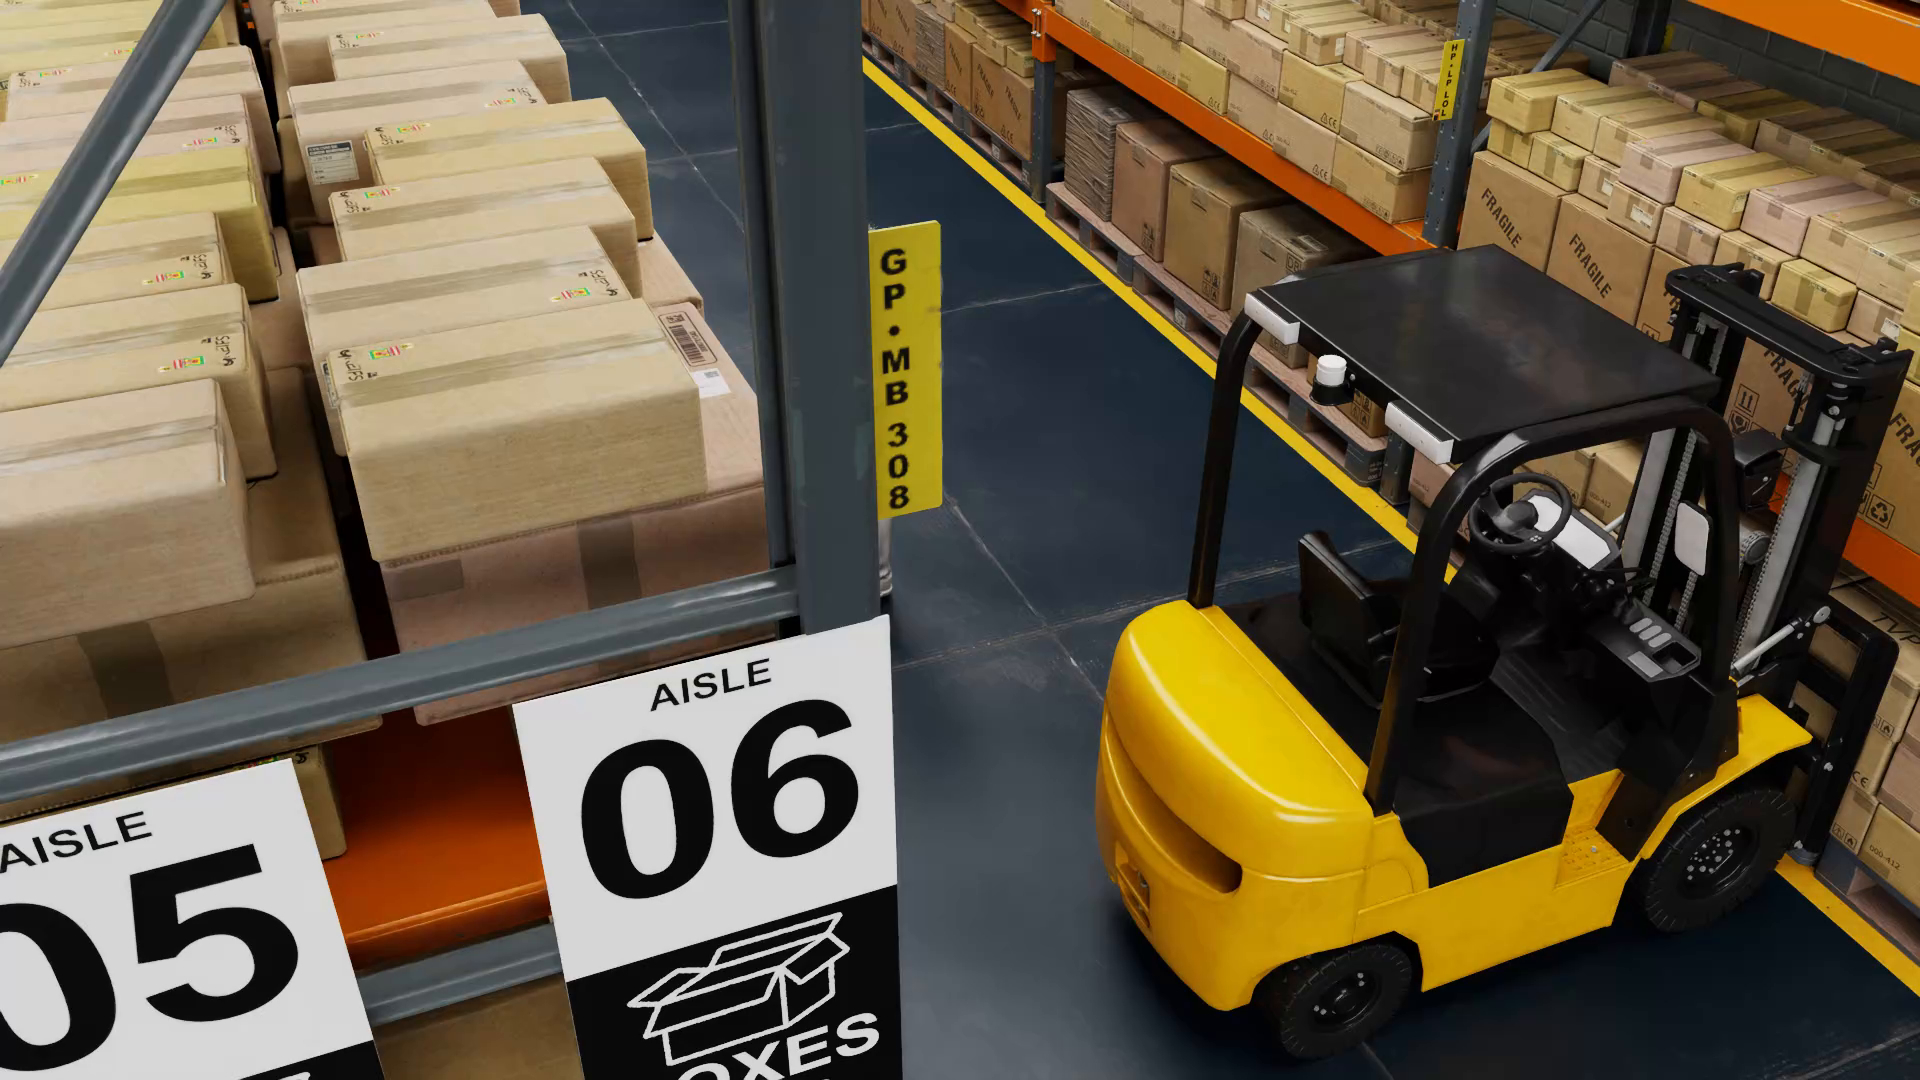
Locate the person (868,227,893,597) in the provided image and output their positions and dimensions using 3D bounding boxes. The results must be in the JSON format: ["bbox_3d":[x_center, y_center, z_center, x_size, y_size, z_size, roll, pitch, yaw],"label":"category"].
[{"bbox_3d":[-0.459,-0.542,6.910,0.515,1.664,0.481,-24,41,-32],"label":"person"}]
